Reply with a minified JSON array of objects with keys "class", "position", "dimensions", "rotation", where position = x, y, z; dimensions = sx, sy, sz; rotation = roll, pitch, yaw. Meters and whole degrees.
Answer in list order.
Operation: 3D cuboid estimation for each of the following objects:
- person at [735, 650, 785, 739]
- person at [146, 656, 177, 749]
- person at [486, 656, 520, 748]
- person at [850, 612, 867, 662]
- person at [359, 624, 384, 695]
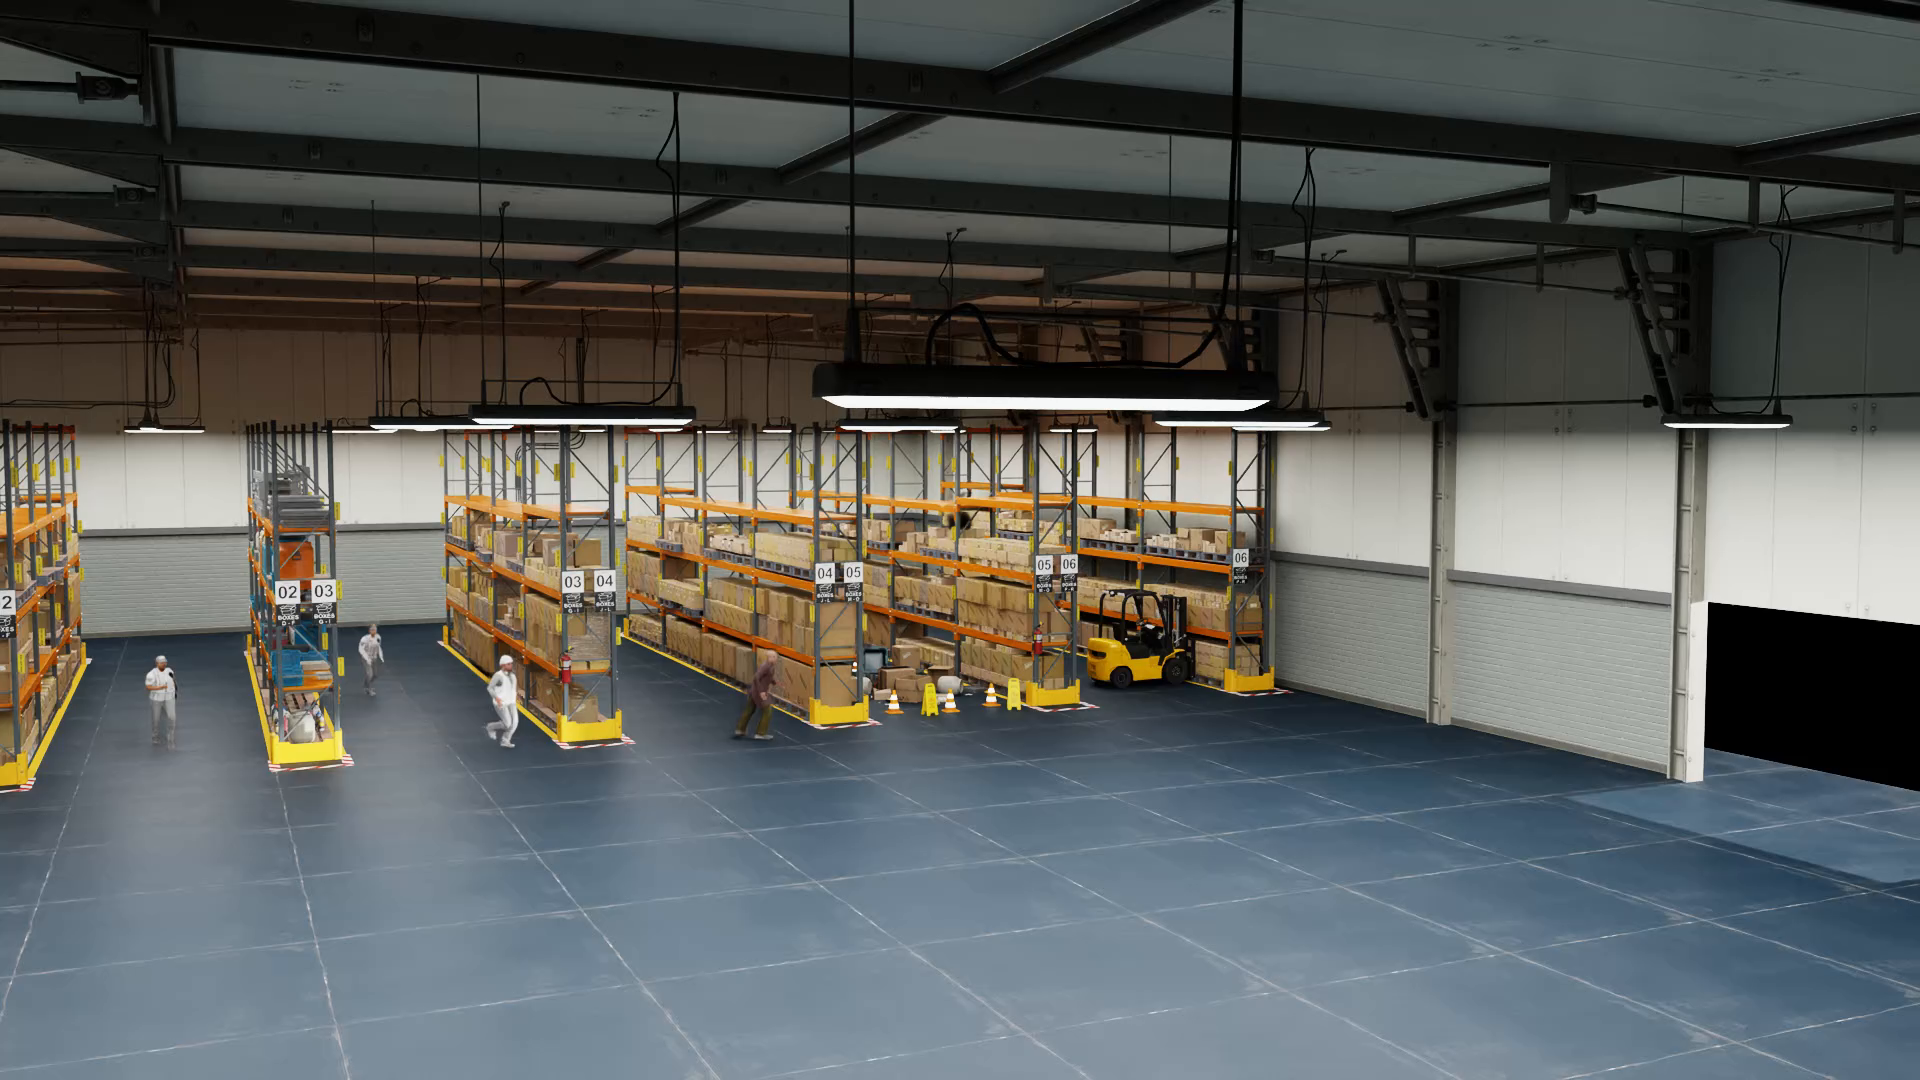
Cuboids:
[{"class":"person","position":[-3.782,2.915,31.466],"dimensions":[0.958,1.702,0.760],"rotation":[-1,4,-11]},{"class":"person","position":[-14.704,2.978,30.613],"dimensions":[0.550,1.724,0.842],"rotation":[-3,5,-38]},{"class":"person","position":[-8.434,2.966,30.624],"dimensions":[0.631,1.703,0.667],"rotation":[2,4,30]},{"class":"person","position":[-2.619,2.330,41.567],"dimensions":[0.666,1.564,1.053],"rotation":[-1,4,-14]},{"class":"person","position":[-13.085,2.634,36.772],"dimensions":[0.748,1.618,0.589],"rotation":[2,4,33]}]
